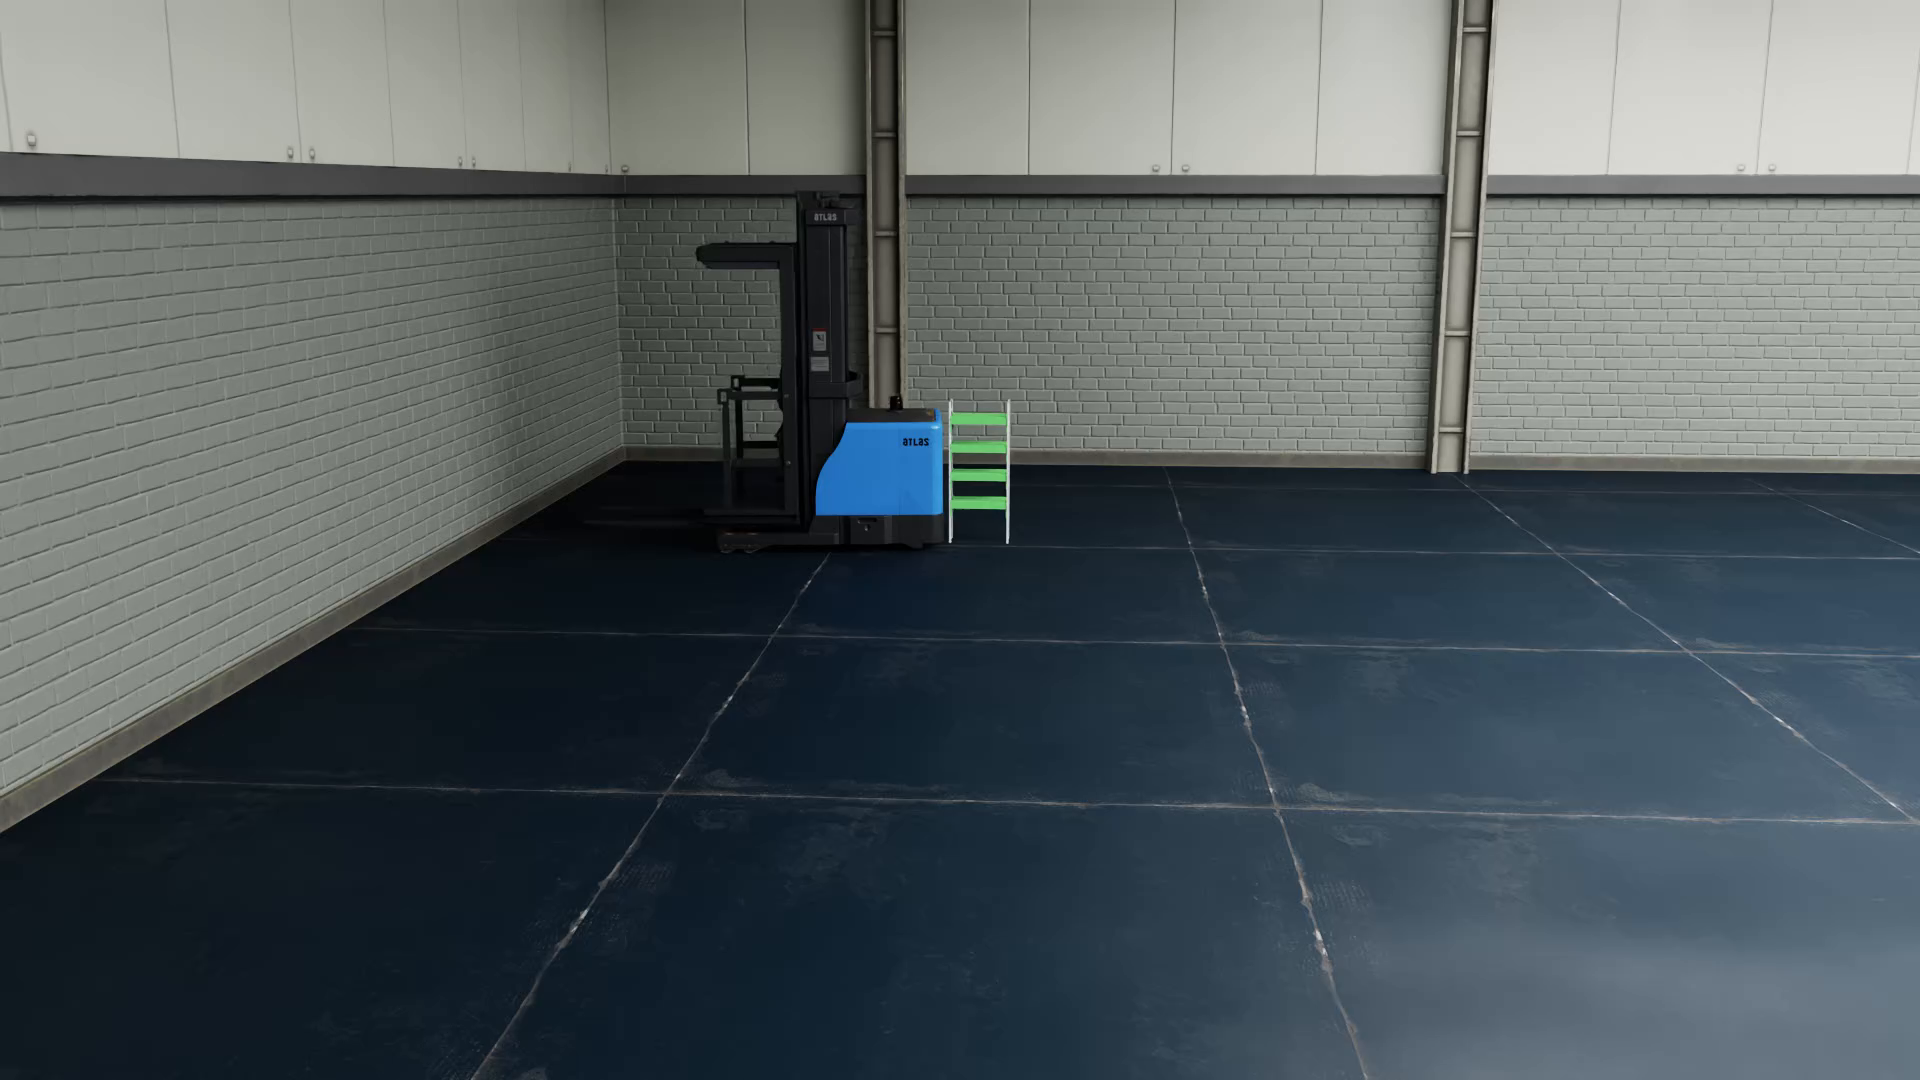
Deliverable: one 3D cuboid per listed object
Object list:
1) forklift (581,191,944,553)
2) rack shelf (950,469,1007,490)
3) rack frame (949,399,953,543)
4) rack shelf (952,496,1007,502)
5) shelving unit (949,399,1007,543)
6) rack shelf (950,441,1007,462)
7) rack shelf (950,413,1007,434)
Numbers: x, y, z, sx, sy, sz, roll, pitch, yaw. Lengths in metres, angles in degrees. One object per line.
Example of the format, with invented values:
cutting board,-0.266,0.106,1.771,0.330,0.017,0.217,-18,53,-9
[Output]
forklift,-1.656,-1.436,13.972,3.031,2.935,1.130,0,12,-1
rack shelf,0.165,-0.522,14.147,0.480,0.148,0.258,1,12,4
rack frame,-0.078,-0.588,14.150,0.015,1.200,0.240,1,12,4
rack shelf,0.165,-0.340,14.186,0.457,0.021,0.221,1,12,4
shelving unit,0.159,-0.585,14.135,0.492,1.200,0.258,1,12,4
rack shelf,0.165,-0.757,14.098,0.480,0.148,0.258,1,12,4
rack shelf,0.165,-0.992,14.049,0.480,0.148,0.258,1,12,4
